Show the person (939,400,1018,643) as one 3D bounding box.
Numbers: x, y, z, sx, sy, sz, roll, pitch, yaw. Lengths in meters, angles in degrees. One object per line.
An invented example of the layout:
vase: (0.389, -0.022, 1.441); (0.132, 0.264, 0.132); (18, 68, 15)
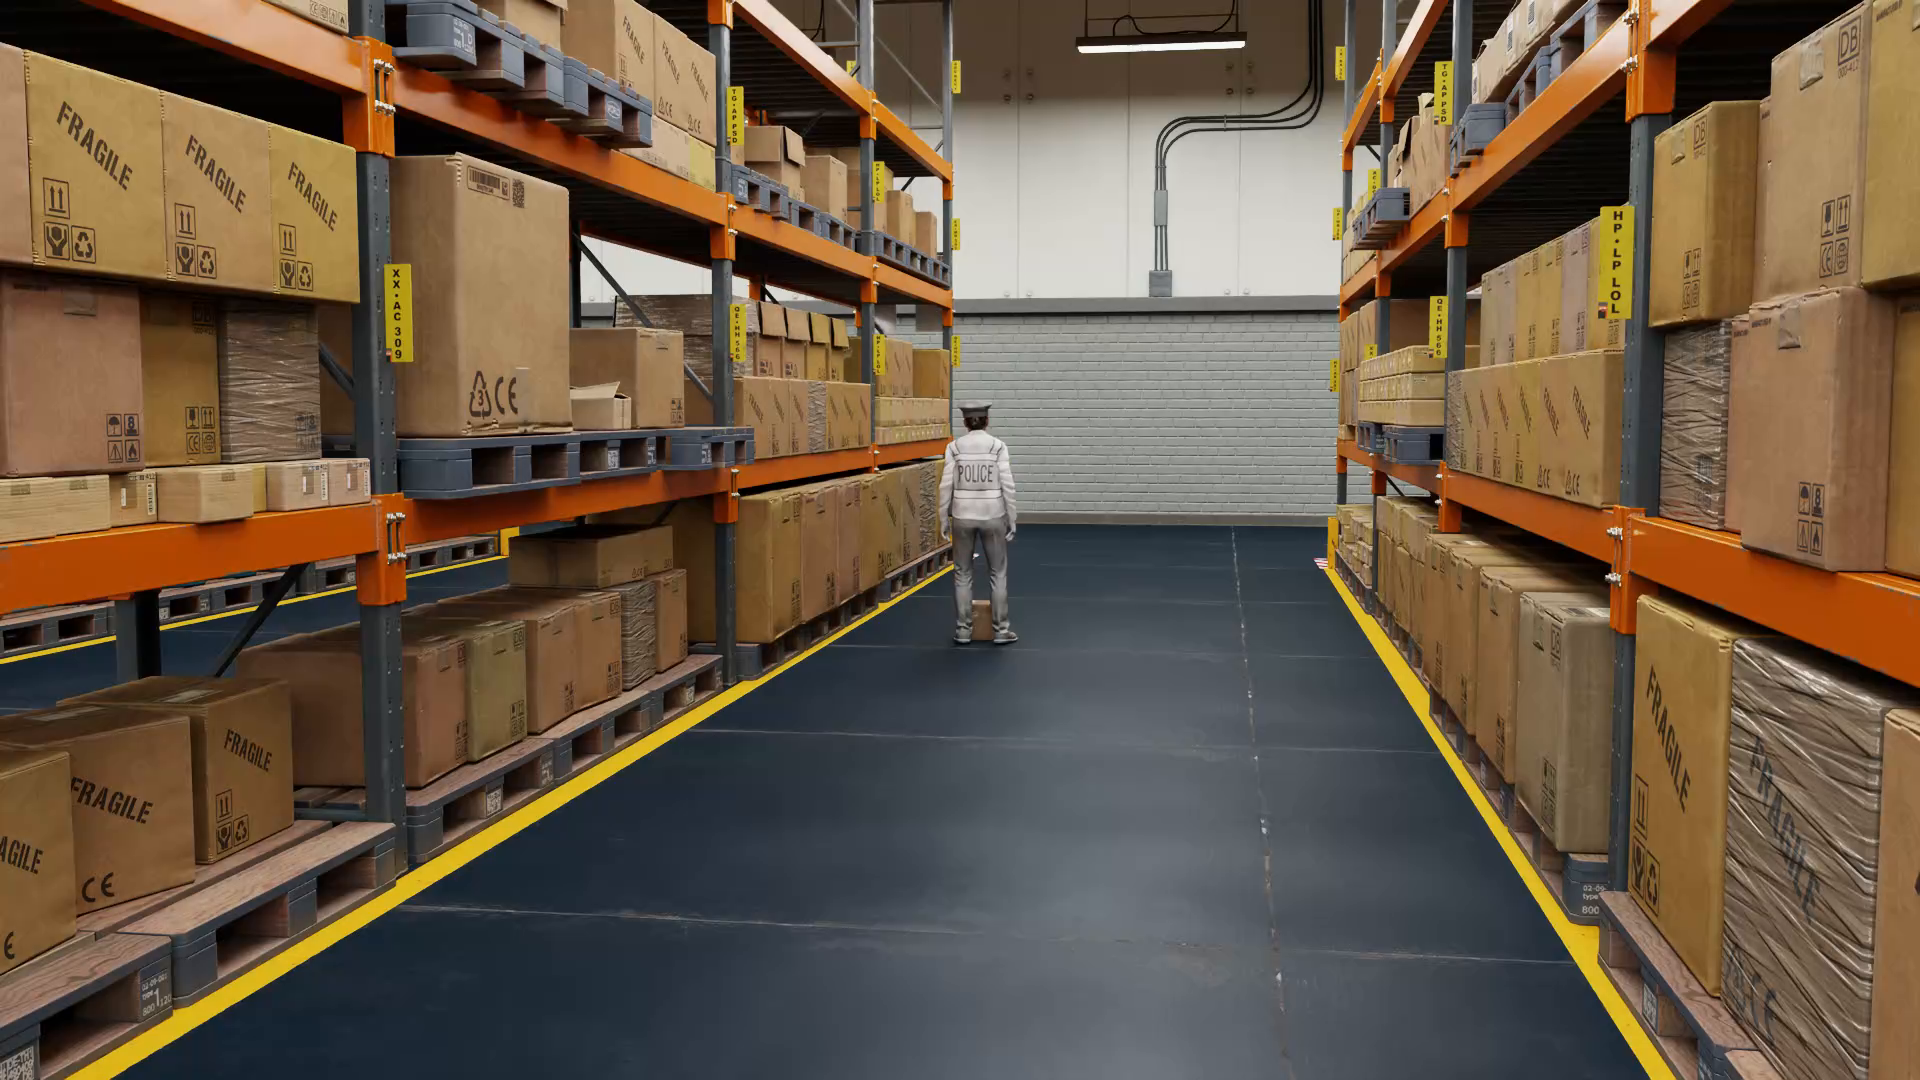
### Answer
person: (0.122, -0.122, 11.401); (0.539, 1.663, 0.377); (0, 5, 6)
